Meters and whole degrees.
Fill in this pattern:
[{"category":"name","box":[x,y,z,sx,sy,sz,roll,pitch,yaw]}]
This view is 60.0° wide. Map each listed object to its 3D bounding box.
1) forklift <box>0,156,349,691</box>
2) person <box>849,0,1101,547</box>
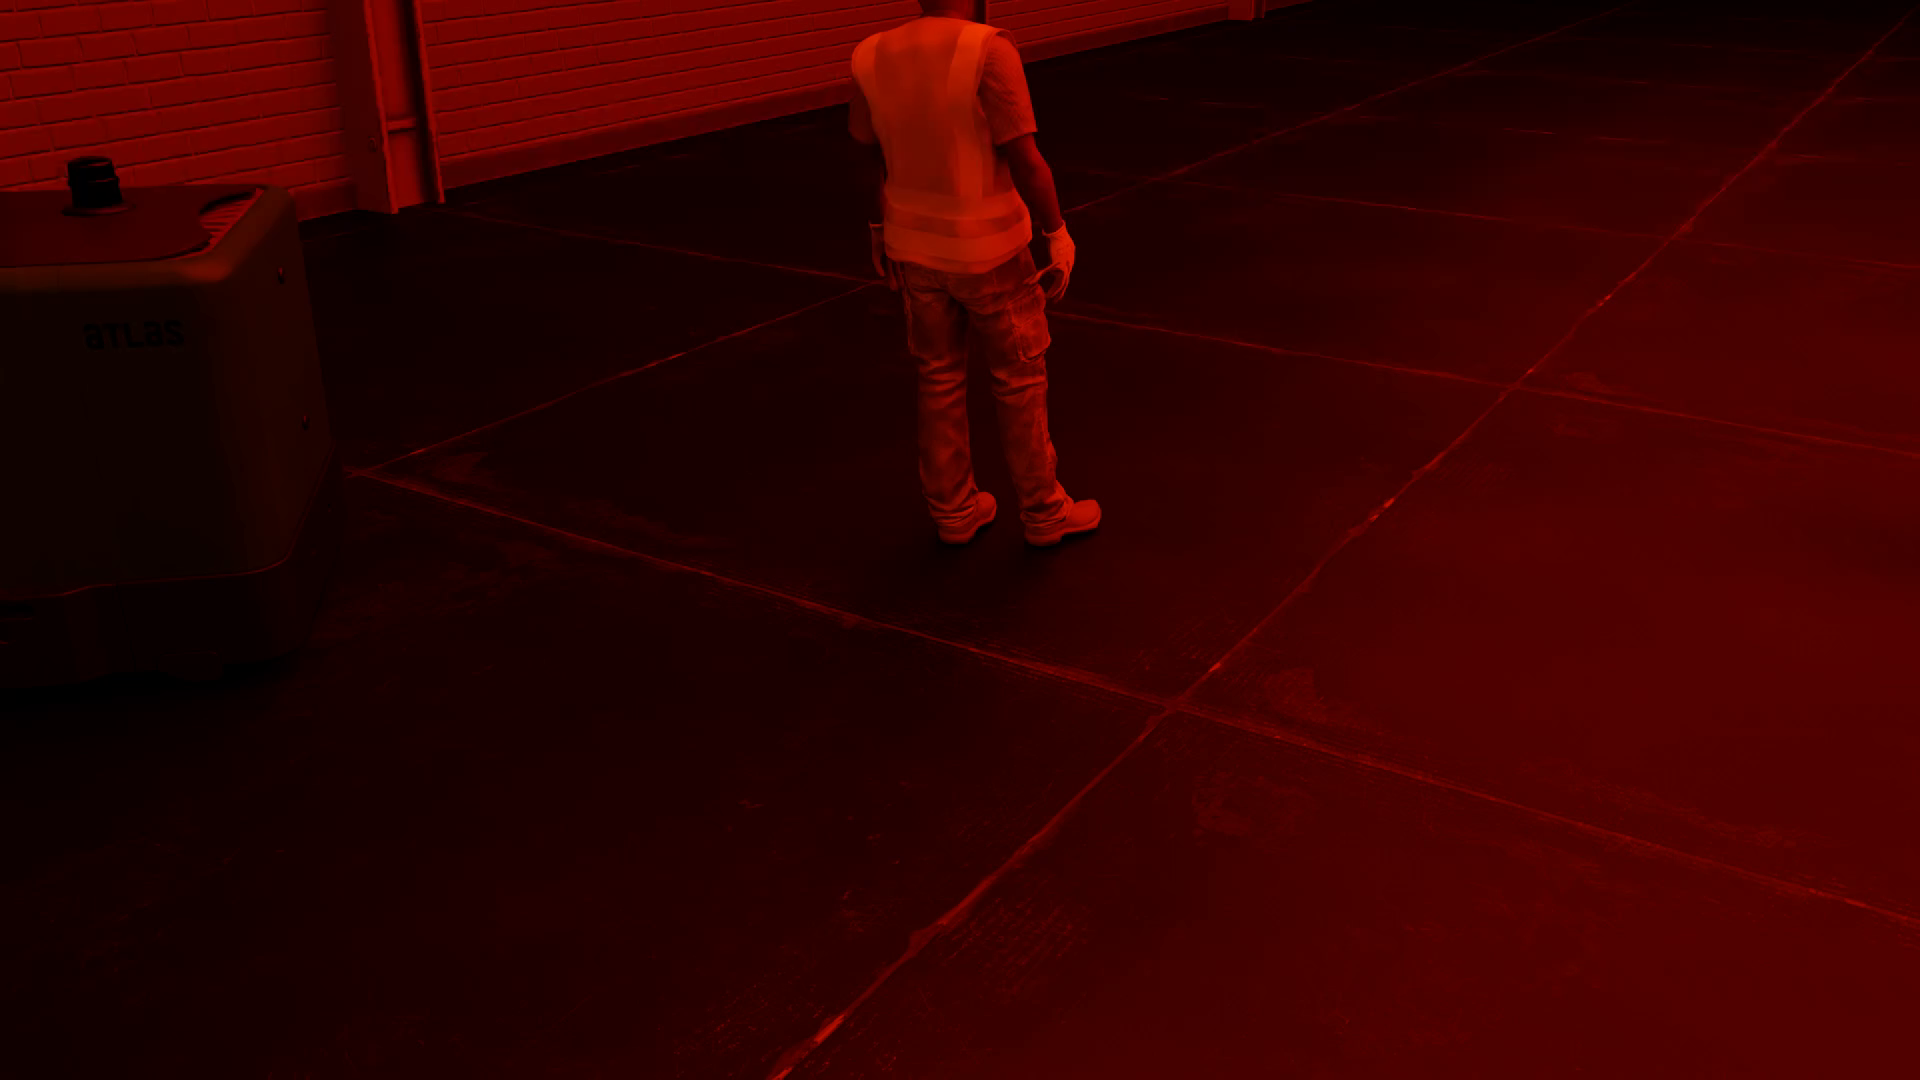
[{"category":"forklift","box":[-3.246,-1.069,3.814,3.031,2.935,1.130,-5,24,-10]},{"category":"person","box":[0.045,-0.848,4.738,0.656,1.784,0.575,14,27,30]}]
